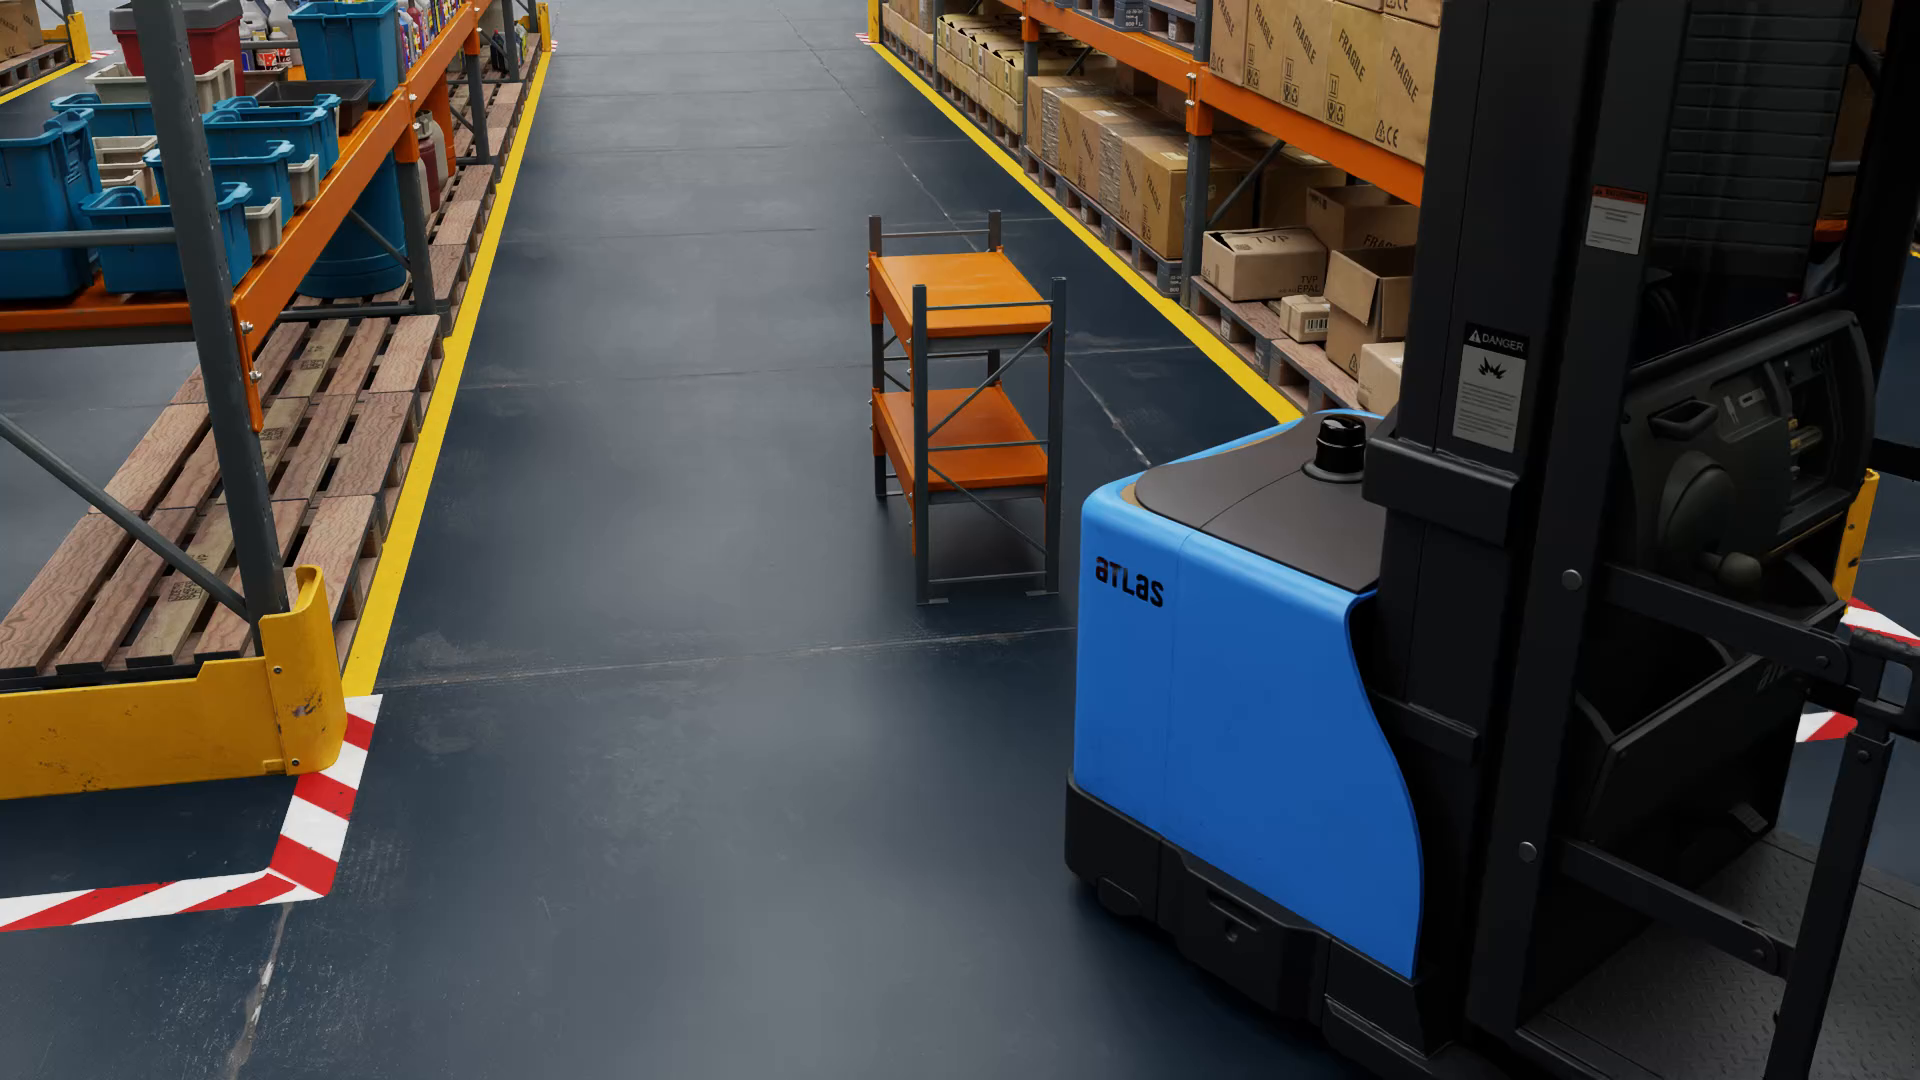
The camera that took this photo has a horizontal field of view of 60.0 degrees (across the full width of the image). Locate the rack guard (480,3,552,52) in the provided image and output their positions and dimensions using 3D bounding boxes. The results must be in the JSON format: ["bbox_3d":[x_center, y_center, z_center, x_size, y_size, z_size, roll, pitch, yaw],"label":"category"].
[{"bbox_3d":[-5.308,-5.869,19.063,1.175,0.500,0.348,-4,24,-10],"label":"rack guard"}]

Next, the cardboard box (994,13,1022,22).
[{"bbox_3d":[0.597,-4.884,15.895,0.500,0.311,0.500,-4,24,-10],"label":"cardboard box"}]

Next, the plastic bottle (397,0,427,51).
[{"bbox_3d":[-3.032,-2.838,9.156,0.152,0.276,0.135,-4,24,-10],"label":"plastic bottle"}]

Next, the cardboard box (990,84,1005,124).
[{"bbox_3d":[0.544,-3.583,13.617,0.500,0.250,0.500,-5,24,-10],"label":"cardboard box"}]

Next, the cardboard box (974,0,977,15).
[{"bbox_3d":[0.362,-5.510,17.093,0.500,0.500,0.500,-4,24,-10],"label":"cardboard box"}]

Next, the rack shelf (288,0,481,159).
[{"bbox_3d":[-3.519,-2.778,9.761,1.077,0.370,4.000,-4,24,-10],"label":"rack shelf"}]

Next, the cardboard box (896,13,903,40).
[{"bbox_3d":[-0.431,-5.718,18.505,0.500,0.250,0.500,-4,24,-10],"label":"cardboard box"}]

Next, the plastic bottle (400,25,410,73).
[{"bbox_3d":[-2.823,-2.496,8.362,0.061,0.283,0.133,-4,24,-10],"label":"plastic bottle"}]

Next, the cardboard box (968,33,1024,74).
[{"bbox_3d":[0.357,-4.236,14.412,0.500,0.311,0.500,-4,24,-8],"label":"cardboard box"}]

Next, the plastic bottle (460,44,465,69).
[{"bbox_3d":[-4.926,-4.749,16.230,0.152,0.276,0.135,-4,24,-10],"label":"plastic bottle"}]

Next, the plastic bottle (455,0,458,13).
[{"bbox_3d":[-3.352,-3.622,10.942,0.061,0.283,0.133,-4,24,-10],"label":"plastic bottle"}]

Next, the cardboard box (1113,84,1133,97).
[{"bbox_3d":[1.383,-2.965,11.864,0.500,0.500,0.500,-3,24,-8],"label":"cardboard box"}]

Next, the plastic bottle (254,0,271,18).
[{"bbox_3d":[-3.675,-2.708,8.765,0.144,0.351,0.185,-4,24,-10],"label":"plastic bottle"}]

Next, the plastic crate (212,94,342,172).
[{"bbox_3d":[-2.431,-1.456,5.969,0.416,0.233,0.300,-4,24,-10],"label":"plastic crate"}]

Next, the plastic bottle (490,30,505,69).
[{"bbox_3d":[-4.512,-4.793,16.236,0.144,0.351,0.185,-4,24,-10],"label":"plastic bottle"}]

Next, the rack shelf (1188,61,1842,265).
[{"bbox_3d":[2.089,-1.570,6.995,1.077,0.370,4.000,-4,24,-10],"label":"rack shelf"}]

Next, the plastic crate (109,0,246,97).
[{"bbox_3d":[-3.231,-2.008,6.945,0.402,0.464,0.583,-4,24,-10],"label":"plastic crate"}]

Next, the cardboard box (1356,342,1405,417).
[{"bbox_3d":[1.970,-0.626,6.820,0.500,0.250,0.500,-4,24,-10],"label":"cardboard box"}]

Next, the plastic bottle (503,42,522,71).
[{"bbox_3d":[-4.344,-4.704,16.126,0.152,0.276,0.135,-3,24,-8],"label":"plastic bottle"}]

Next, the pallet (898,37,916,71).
[{"bbox_3d":[-0.095,-5.352,18.239,1.003,0.211,1.213,-4,24,-10],"label":"pallet"}]

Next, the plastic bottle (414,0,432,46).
[{"bbox_3d":[-3.075,-2.930,9.365,0.152,0.276,0.135,-4,24,-10],"label":"plastic bottle"}]

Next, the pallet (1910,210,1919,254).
[{"bbox_3d":[6.370,-2.074,10.735,1.003,0.211,1.213,-4,24,-10],"label":"pallet"}]

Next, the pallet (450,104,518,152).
[{"bbox_3d":[-4.216,-3.403,13.777,1.003,0.211,1.213,-4,24,-10],"label":"pallet"}]

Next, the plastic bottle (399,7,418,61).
[{"bbox_3d":[-2.923,-2.664,8.762,0.097,0.271,0.097,0,24,0],"label":"plastic bottle"}]

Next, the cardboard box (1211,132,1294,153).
[{"bbox_3d":[1.760,-2.159,10.020,0.500,0.500,0.500,-4,24,-9],"label":"cardboard box"}]

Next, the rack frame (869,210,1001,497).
[{"bbox_3d":[-0.093,-0.713,6.477,0.500,1.125,0.032,-4,24,-10],"label":"rack frame"}]

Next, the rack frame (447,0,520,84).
[{"bbox_3d":[-4.629,-5.467,15.021,1.000,3.000,0.127,-4,24,-10],"label":"rack frame"}]

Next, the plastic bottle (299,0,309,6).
[{"bbox_3d":[-3.649,-2.896,9.293,0.097,0.271,0.097,0,24,0],"label":"plastic bottle"}]

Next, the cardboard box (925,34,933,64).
[{"bbox_3d":[-0.061,-4.931,16.704,0.500,0.250,0.500,-4,24,-10],"label":"cardboard box"}]

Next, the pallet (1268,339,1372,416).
[{"bbox_3d":[2.074,-0.657,7.490,1.003,0.211,1.213,-4,24,-10],"label":"pallet"}]

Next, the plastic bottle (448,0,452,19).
[{"bbox_3d":[-3.295,-3.423,10.588,0.097,0.201,0.097,0,24,0],"label":"plastic bottle"}]

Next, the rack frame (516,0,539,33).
[{"bbox_3d":[-5.368,-7.041,18.623,1.000,3.000,0.127,-4,24,-10],"label":"rack frame"}]

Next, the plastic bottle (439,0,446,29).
[{"bbox_3d":[-3.184,-3.264,10.120,0.061,0.283,0.133,-4,24,-10],"label":"plastic bottle"}]

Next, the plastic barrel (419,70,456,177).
[{"bbox_3d":[-3.782,-2.901,11.331,0.600,0.830,0.708,-4,24,-10],"label":"plastic barrel"}]

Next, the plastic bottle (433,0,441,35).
[{"bbox_3d":[-3.125,-3.138,9.834,0.061,0.283,0.133,-4,24,-10],"label":"plastic bottle"}]

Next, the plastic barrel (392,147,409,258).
[{"bbox_3d":[-3.364,-2.045,9.282,0.600,0.901,0.708,-4,24,-10],"label":"plastic barrel"}]

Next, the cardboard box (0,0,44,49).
[{"bbox_3d":[-10.137,-5.474,17.635,0.500,0.500,0.500,0,24,0],"label":"cardboard box"}]

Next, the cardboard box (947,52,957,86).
[{"bbox_3d":[0.164,-4.387,15.457,0.500,0.250,0.500,-4,24,-8],"label":"cardboard box"}]

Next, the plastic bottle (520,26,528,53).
[{"bbox_3d":[-4.578,-5.203,17.269,0.152,0.276,0.135,-4,24,-9],"label":"plastic bottle"}]

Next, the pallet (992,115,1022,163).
[{"bbox_3d":[0.866,-3.308,13.561,1.003,0.211,1.213,-4,24,-10],"label":"pallet"}]

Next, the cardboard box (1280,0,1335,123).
[{"bbox_3d":[1.734,-2.113,7.215,0.500,0.500,0.500,-4,24,-10],"label":"cardboard box"}]

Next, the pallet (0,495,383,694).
[{"bbox_3d":[-2.524,0.203,5.521,1.003,0.211,1.213,-4,24,-10],"label":"pallet"}]

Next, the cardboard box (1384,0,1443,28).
[{"bbox_3d":[1.912,-2.173,6.105,0.500,0.500,0.500,-4,24,-8],"label":"cardboard box"}]

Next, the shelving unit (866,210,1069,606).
[{"bbox_3d":[0.001,-0.513,6.019,0.538,1.125,1.048,-4,24,-10],"label":"shelving unit"}]

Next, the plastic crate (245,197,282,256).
[{"bbox_3d":[-2.110,-0.908,4.835,0.250,0.136,0.298,-4,24,-10],"label":"plastic crate"}]

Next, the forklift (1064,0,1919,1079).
[{"bbox_3d":[1.606,-0.151,2.935,1.130,2.935,3.031,-19,30,-37],"label":"forklift"}]

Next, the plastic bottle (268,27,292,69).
[{"bbox_3d":[-3.488,-2.521,8.523,0.097,0.201,0.097,0,24,0],"label":"plastic bottle"}]

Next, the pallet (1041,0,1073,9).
[{"bbox_3d":[1.174,-3.910,11.694,1.213,0.211,1.003,-4,24,-10],"label":"pallet"}]

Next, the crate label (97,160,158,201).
[{"bbox_3d":[-2.853,-1.184,5.468,0.396,0.136,0.243,-4,24,-10],"label":"crate label"}]

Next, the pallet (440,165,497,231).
[{"bbox_3d":[-3.702,-2.309,11.274,1.003,0.211,1.213,-4,24,-10],"label":"pallet"}]

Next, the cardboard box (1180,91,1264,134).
[{"bbox_3d":[1.684,-2.687,10.292,0.500,0.250,0.500,-4,24,-10],"label":"cardboard box"}]

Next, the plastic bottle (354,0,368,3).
[{"bbox_3d":[-3.977,-3.654,11.024,0.152,0.276,0.135,-4,24,-10],"label":"plastic bottle"}]

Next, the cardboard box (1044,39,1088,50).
[{"bbox_3d":[0.974,-4.083,14.061,0.500,0.311,0.500,-5,24,-11],"label":"cardboard box"}]

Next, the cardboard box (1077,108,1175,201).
[{"bbox_3d":[1.075,-2.507,10.816,0.500,0.500,0.500,-5,24,-12],"label":"cardboard box"}]

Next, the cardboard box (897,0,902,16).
[{"bbox_3d":[-0.420,-6.062,18.357,0.500,0.500,0.500,-4,24,-10],"label":"cardboard box"}]
